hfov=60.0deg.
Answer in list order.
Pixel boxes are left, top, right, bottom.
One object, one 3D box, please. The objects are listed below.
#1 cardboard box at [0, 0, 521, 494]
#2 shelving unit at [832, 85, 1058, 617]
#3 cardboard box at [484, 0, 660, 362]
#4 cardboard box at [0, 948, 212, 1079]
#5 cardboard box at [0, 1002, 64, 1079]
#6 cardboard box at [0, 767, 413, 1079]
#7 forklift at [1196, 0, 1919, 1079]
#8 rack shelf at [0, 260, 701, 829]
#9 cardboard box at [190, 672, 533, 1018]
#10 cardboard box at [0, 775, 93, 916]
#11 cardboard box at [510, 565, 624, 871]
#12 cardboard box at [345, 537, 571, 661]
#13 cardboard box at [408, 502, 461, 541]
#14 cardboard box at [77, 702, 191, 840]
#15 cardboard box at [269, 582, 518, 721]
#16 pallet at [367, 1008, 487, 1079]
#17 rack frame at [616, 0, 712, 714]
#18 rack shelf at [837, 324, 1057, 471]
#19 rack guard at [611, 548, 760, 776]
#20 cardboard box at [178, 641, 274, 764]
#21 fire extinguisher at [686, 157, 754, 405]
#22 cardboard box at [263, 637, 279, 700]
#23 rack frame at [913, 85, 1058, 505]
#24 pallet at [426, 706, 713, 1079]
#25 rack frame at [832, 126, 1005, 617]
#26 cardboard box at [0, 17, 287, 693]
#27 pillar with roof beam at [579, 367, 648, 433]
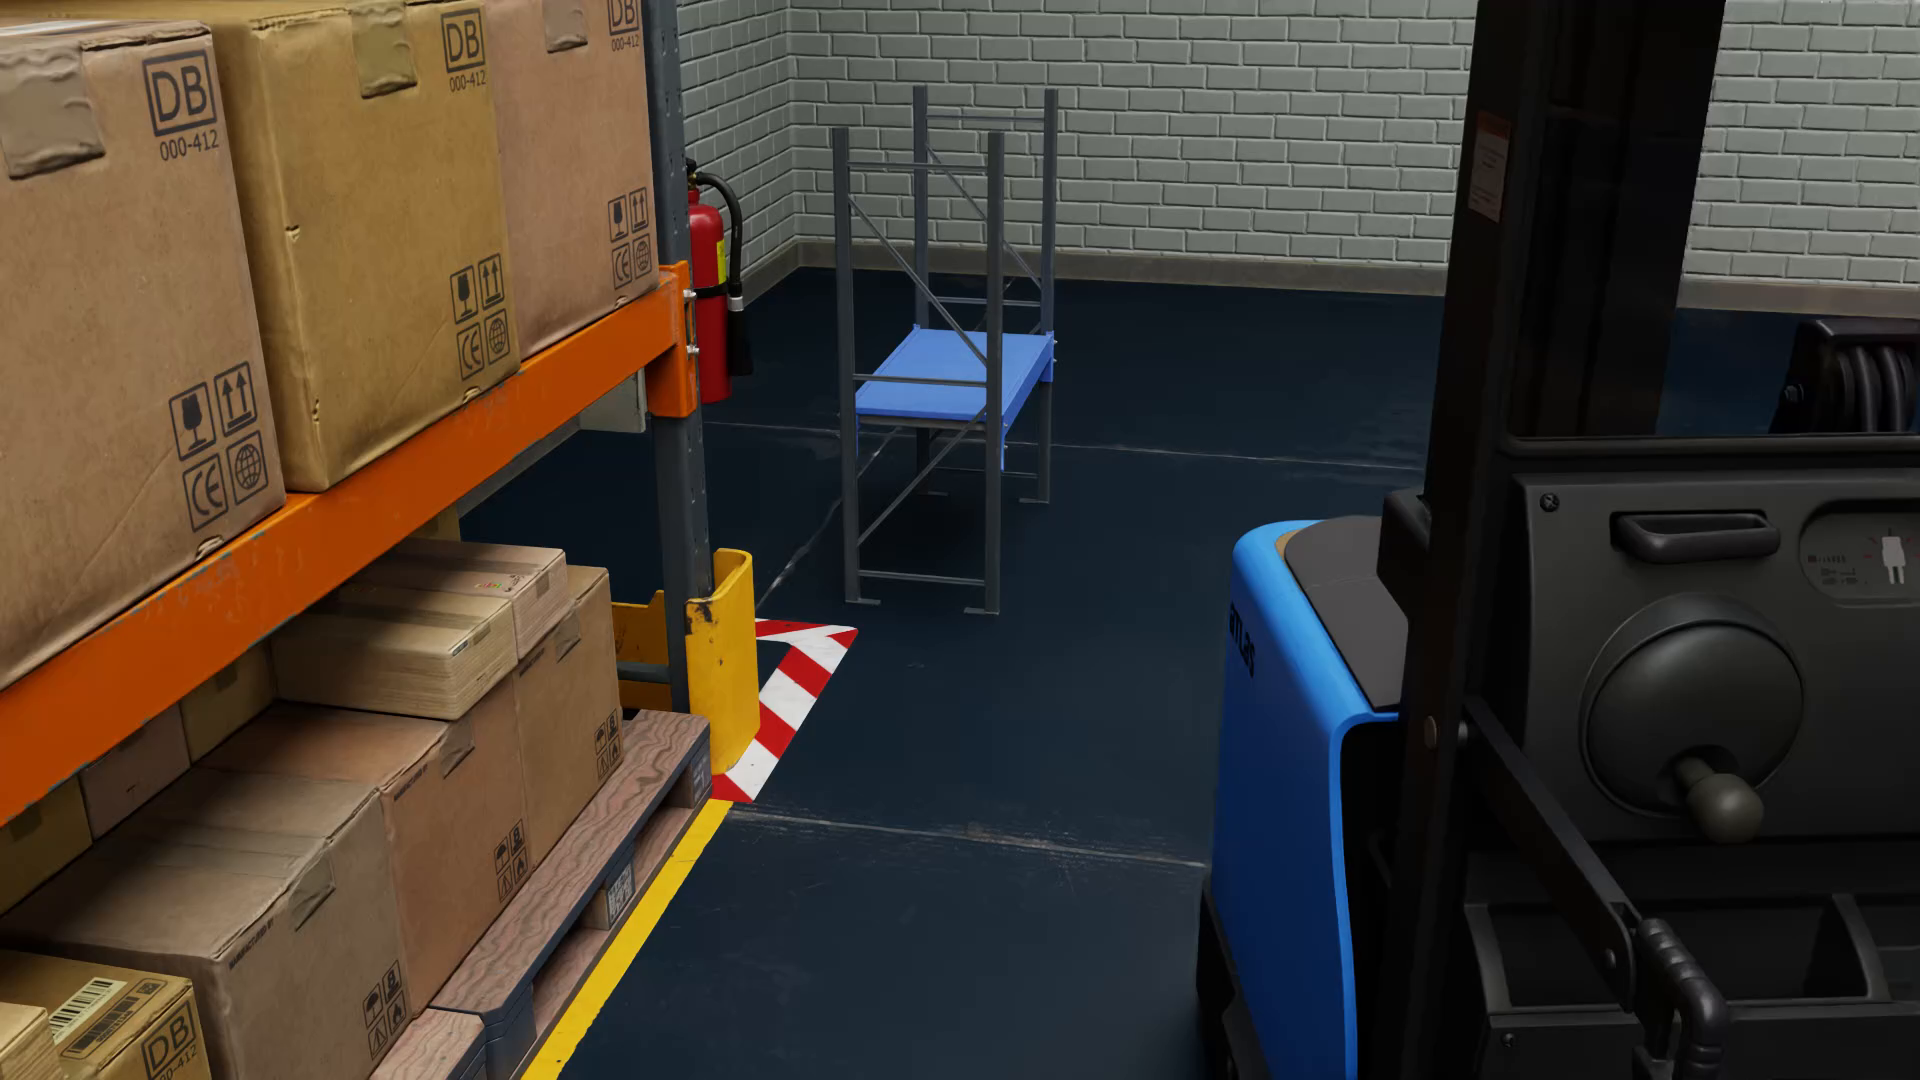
[{"bbox_3d":[-1.382,-0.555,2.815,0.980,0.700,0.700,4,22,10],"label":"cardboard box"},{"bbox_3d":[-0.017,-0.665,5.496,0.538,1.500,1.048,4,22,11],"label":"shelving unit"},{"bbox_3d":[-1.244,-0.822,3.478,0.980,0.700,0.700,5,23,13],"label":"cardboard box"},{"bbox_3d":[-1.500,0.921,2.336,0.700,0.500,0.500,5,22,12],"label":"cardboard box"},{"bbox_3d":[-1.358,0.689,2.044,0.380,0.149,0.250,4,22,9],"label":"cardboard box"},{"bbox_3d":[-1.399,0.725,2.822,0.700,0.500,0.500,4,22,9],"label":"cardboard box"},{"bbox_3d":[1.071,0.140,1.584,1.130,2.935,3.031,-1,22,-2],"label":"forklift"},{"bbox_3d":[-1.558,0.195,2.317,1.077,0.370,4.000,4,22,11],"label":"rack shelf"},{"bbox_3d":[-1.297,0.541,3.279,0.700,0.500,0.500,4,22,11],"label":"cardboard box"},{"bbox_3d":[-1.622,0.460,2.611,0.380,0.149,0.250,5,22,11],"label":"cardboard box"},{"bbox_3d":[-1.195,0.358,3.733,0.700,0.500,0.500,4,22,11],"label":"cardboard box"},{"bbox_3d":[-1.043,0.118,3.461,0.380,0.149,0.250,4,22,10],"label":"cardboard box"},{"bbox_3d":[-1.365,-0.004,3.763,0.380,0.149,0.250,5,22,11],"label":"cardboard box"},{"bbox_3d":[-1.570,0.366,2.845,0.380,0.149,0.250,5,22,12],"label":"cardboard box"},{"bbox_3d":[-1.094,0.212,3.228,0.380,0.149,0.250,5,22,12],"label":"cardboard box"},{"bbox_3d":[-1.488,1.167,2.675,1.003,0.211,1.213,4,22,11],"label":"pallet"},{"bbox_3d":[-1.150,-0.870,3.999,1.000,3.000,0.127,4,22,11],"label":"rack frame"},{"bbox_3d":[-0.017,-0.498,5.563,0.538,0.185,1.000,4,22,11],"label":"rack shelf"},{"bbox_3d":[-1.145,0.281,4.488,1.175,0.500,0.348,4,22,11],"label":"rack guard"},{"bbox_3d":[-1.519,0.273,3.076,0.380,0.149,0.250,5,22,11],"label":"cardboard box"},{"bbox_3d":[-0.667,-0.681,4.133,0.296,0.674,0.183,4,22,11],"label":"fire extinguisher"},{"bbox_3d":[-1.468,0.182,3.303,0.380,0.149,0.250,5,22,11],"label":"cardboard box"},{"bbox_3d":[0.086,-0.850,5.958,0.500,1.500,0.032,4,22,11],"label":"rack frame"},{"bbox_3d":[-1.236,0.722,3.779,1.003,0.211,1.213,4,22,11],"label":"pallet"},{"bbox_3d":[-0.121,-0.479,5.034,0.500,1.500,0.032,4,22,11],"label":"rack frame"},{"bbox_3d":[-1.546,-0.277,2.125,0.980,0.700,0.700,3,22,8],"label":"cardboard box"},{"bbox_3d":[2.769,-4.378,4.679,9.100,9.000,0.400,4,22,11],"label":"pillar with roof beam"}]
